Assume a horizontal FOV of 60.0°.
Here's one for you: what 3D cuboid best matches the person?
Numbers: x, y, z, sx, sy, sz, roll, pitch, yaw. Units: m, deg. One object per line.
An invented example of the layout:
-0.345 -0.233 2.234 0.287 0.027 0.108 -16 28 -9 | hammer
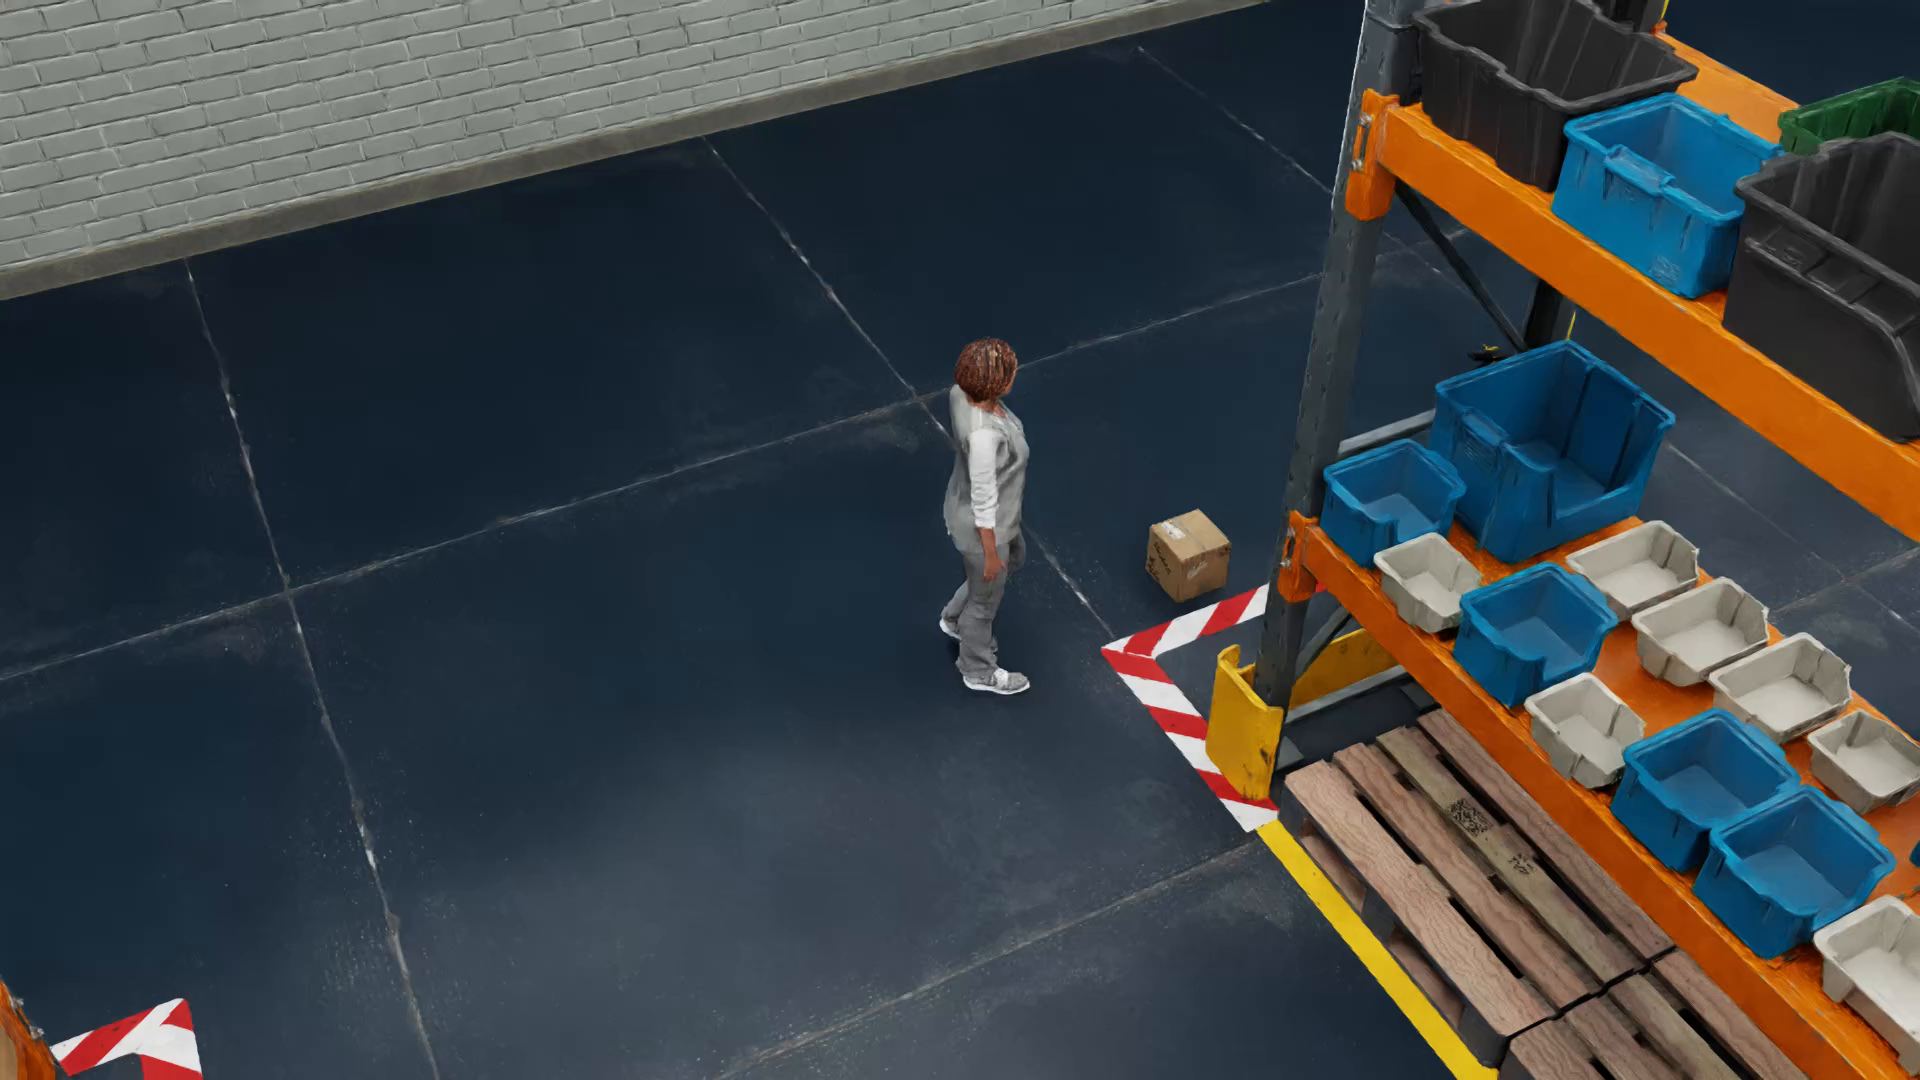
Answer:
0.102 -0.062 6.222 0.347 1.597 0.451 -3 42 -4 | person
